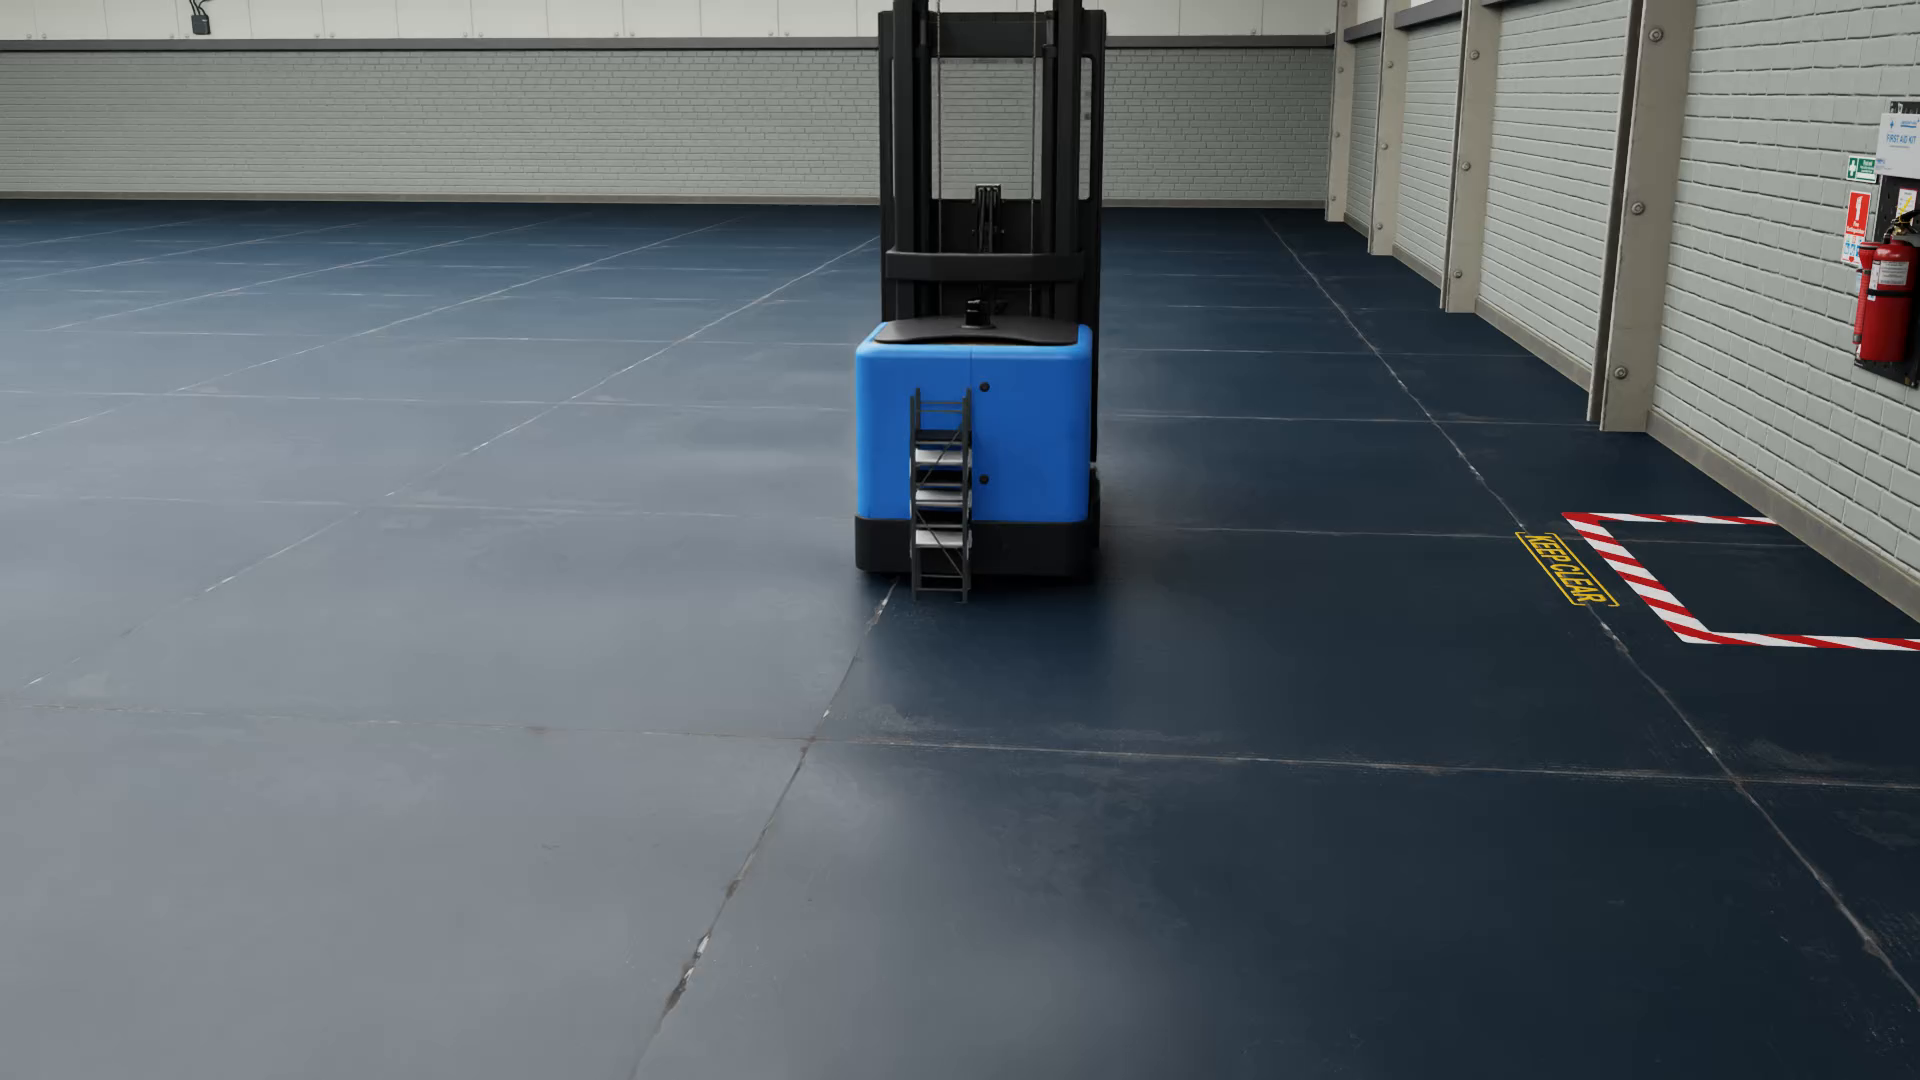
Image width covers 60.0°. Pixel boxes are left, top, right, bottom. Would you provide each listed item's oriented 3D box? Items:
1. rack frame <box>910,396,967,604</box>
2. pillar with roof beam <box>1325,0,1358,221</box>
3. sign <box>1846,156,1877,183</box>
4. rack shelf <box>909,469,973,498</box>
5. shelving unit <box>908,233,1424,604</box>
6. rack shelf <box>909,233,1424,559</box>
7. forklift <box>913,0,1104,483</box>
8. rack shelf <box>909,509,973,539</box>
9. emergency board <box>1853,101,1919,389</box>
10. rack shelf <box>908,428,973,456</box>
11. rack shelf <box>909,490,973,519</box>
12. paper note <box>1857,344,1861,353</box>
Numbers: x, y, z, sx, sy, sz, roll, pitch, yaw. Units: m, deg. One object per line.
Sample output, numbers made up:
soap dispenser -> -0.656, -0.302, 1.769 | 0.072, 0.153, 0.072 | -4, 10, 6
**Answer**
rack frame -> -0.089, -0.162, 7.038 | 0.240, 0.900, 0.006 | 1, 15, 5
pillar with roof beam -> 2.087, -9.892, 27.507 | 9.100, 9.000, 0.400 | 2, 15, 6
sign -> 4.129, -1.697, 7.609 | 0.001, 0.109, 0.331 | 2, 15, 6
rack shelf -> -0.080, -0.243, 7.121 | 0.258, 0.077, 0.200 | 1, 15, 5
shelving unit -> 3.813, -2.617, 16.115 | 6.446, 0.900, 19.404 | 1, 15, 5
rack shelf -> 3.813, -2.316, 16.199 | 6.446, 0.275, 19.399 | 1, 15, 5
forklift -> 0.178, -1.589, 8.422 | 1.121, 2.935, 3.031 | 1, 15, 5
rack shelf -> -0.080, -0.070, 7.168 | 0.258, 0.077, 0.200 | 1, 15, 5
emergency board -> 3.973, -1.285, 7.167 | 0.194, 1.169, 0.643 | 2, 15, 6
rack shelf -> -0.080, -0.417, 7.074 | 0.258, 0.077, 0.200 | 1, 15, 5
rack shelf -> -0.080, -0.156, 7.144 | 0.258, 0.077, 0.200 | 1, 15, 5
paper note -> 4.062, -0.903, 7.444 | 0.016, 0.148, 0.142 | 2, 15, 6
